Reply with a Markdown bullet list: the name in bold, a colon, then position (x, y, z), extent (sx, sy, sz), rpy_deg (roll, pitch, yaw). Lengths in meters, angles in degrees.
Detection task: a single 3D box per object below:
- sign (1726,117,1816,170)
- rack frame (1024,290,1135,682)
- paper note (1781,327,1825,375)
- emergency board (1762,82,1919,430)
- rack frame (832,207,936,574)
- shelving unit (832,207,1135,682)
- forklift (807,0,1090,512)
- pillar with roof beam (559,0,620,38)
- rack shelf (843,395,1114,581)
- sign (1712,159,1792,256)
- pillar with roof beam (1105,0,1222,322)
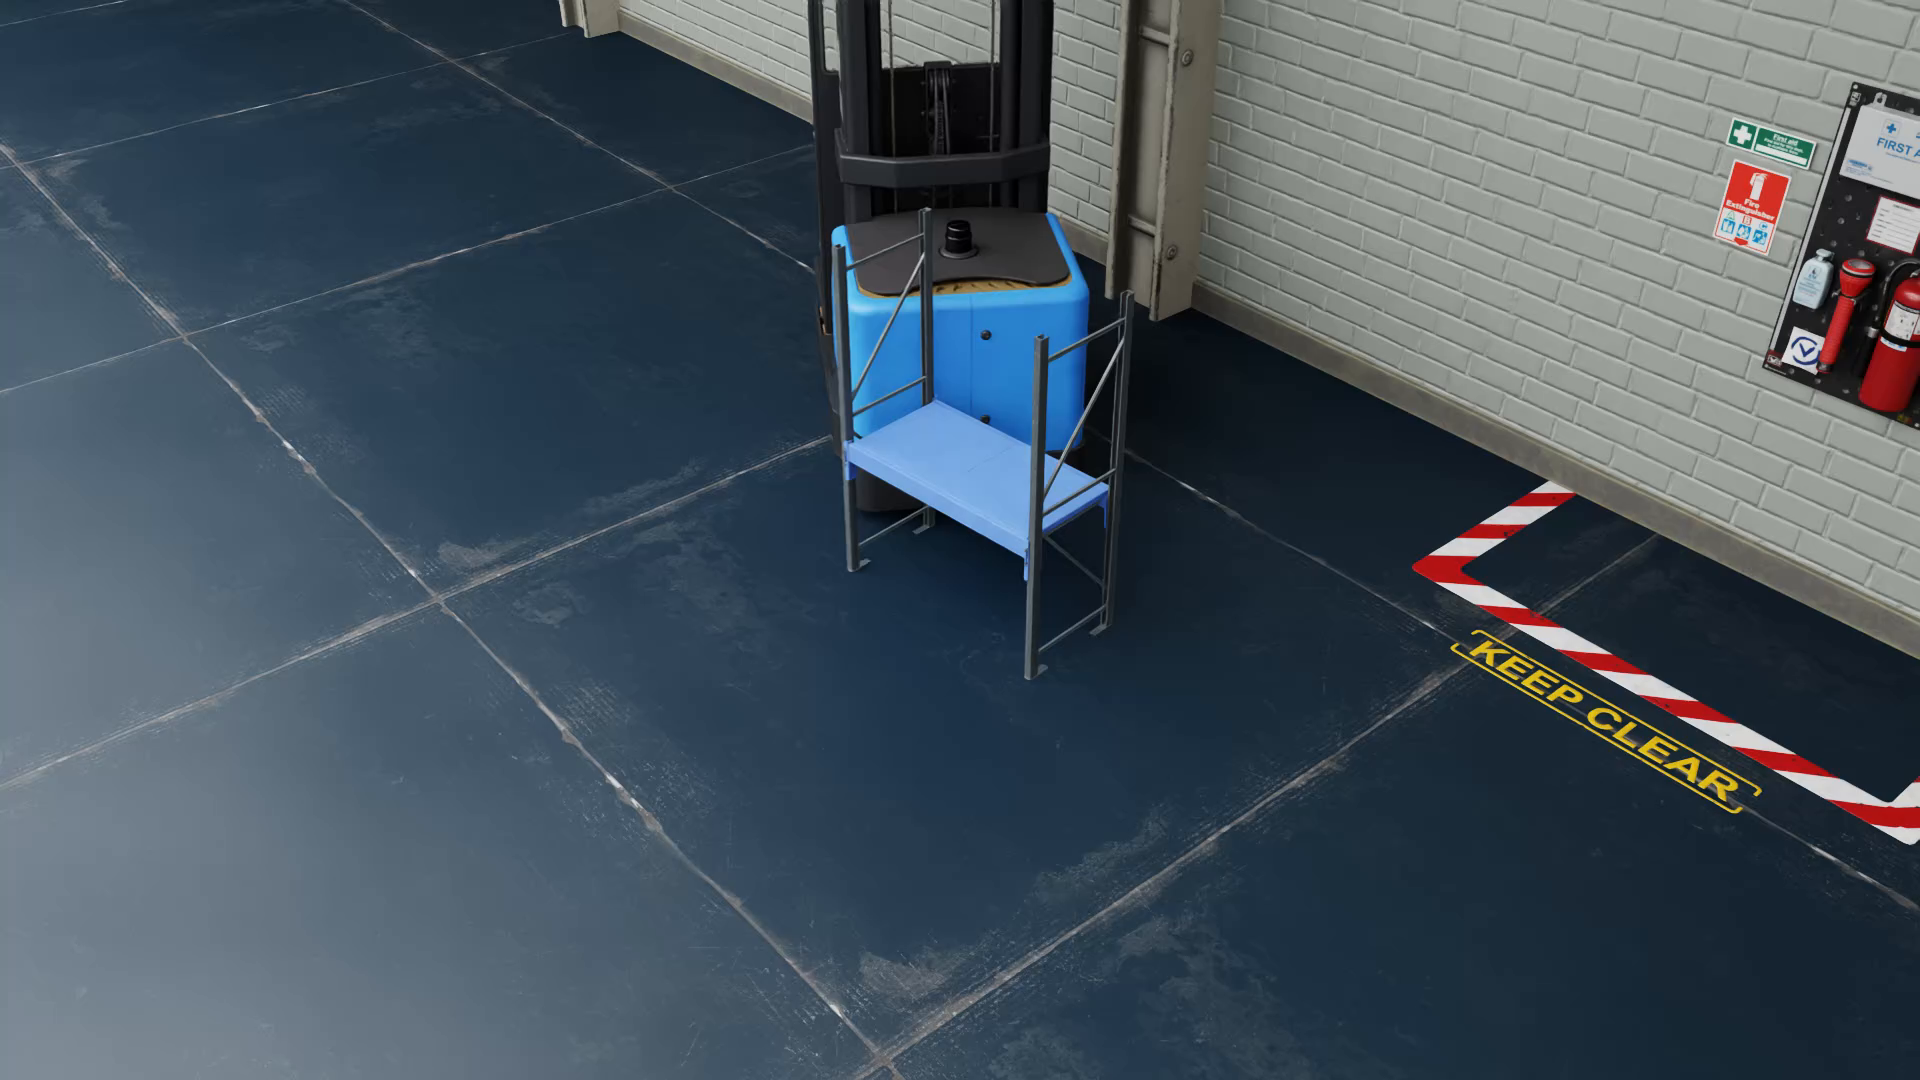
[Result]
- **sign**: position (3.060, -1.499, 6.281), extent (0.001, 0.109, 0.331), rpy_deg (-26, 43, -32)
- **rack frame**: position (0.436, -0.169, 6.191), extent (0.032, 1.500, 0.500), rpy_deg (29, 45, 35)
- **paper note**: position (3.281, -0.735, 6.455), extent (0.016, 0.148, 0.142), rpy_deg (-26, 43, -32)
- **emergency board**: position (3.342, -0.991, 6.053), extent (0.194, 1.169, 0.643), rpy_deg (-26, 43, -32)
- **rack frame**: position (-0.293, -0.579, 6.770), extent (0.032, 1.500, 0.500), rpy_deg (29, 45, 35)
- **shelving unit**: position (0.071, -0.374, 6.481), extent (1.048, 1.500, 0.538), rpy_deg (29, 45, 35)
- **forklift**: position (-0.164, -2.161, 7.766), extent (1.130, 2.935, 3.031), rpy_deg (-5, 36, -7)
- **pillar with roof beam**: position (-6.125, -6.026, 7.973), extent (9.100, 9.000, 0.400), rpy_deg (-26, 43, -32)
- **rack shelf**: position (0.071, -0.227, 6.584), extent (1.000, 0.185, 0.538), rpy_deg (29, 45, 35)
- **sign**: position (3.064, -1.288, 6.442), extent (0.001, 0.329, 0.234), rpy_deg (-26, 43, -32)
- **pillar with roof beam**: position (-2.253, -3.377, 4.232), extent (9.100, 9.000, 0.400), rpy_deg (-26, 43, -32)
